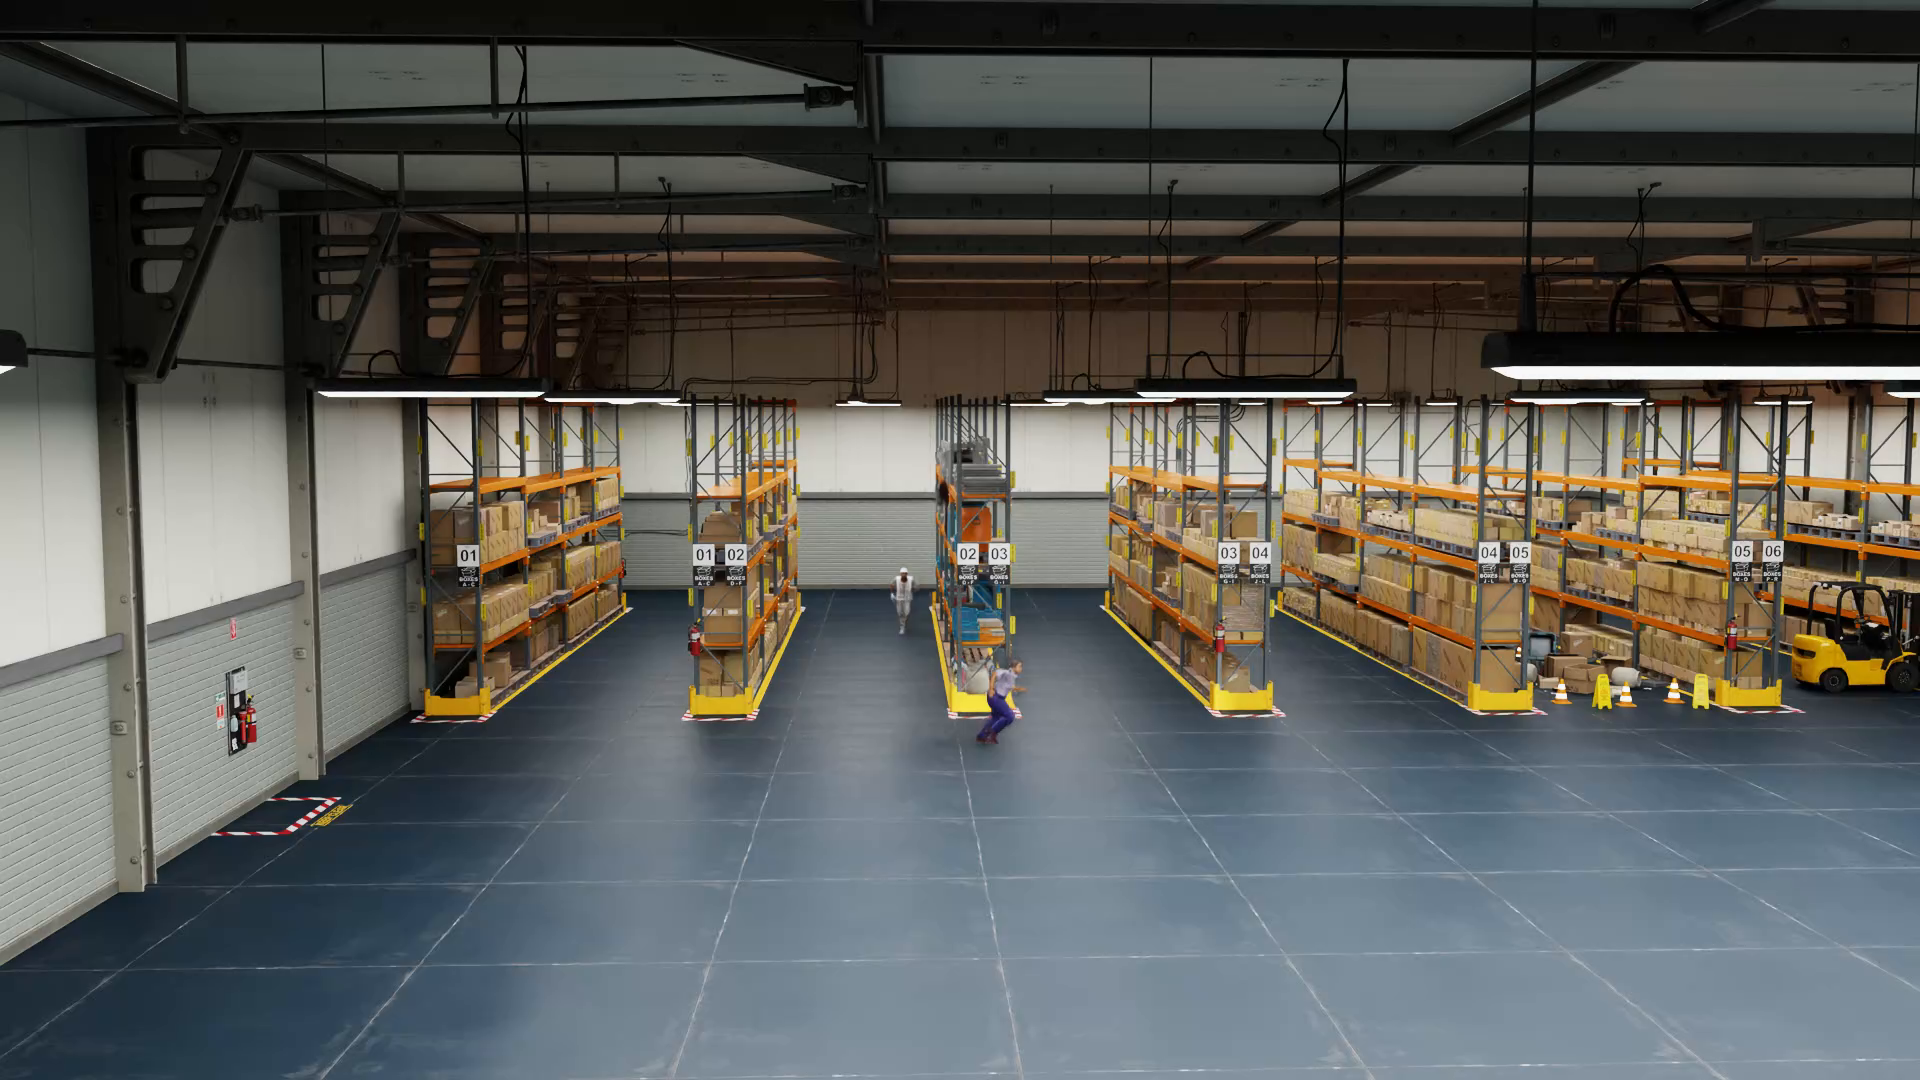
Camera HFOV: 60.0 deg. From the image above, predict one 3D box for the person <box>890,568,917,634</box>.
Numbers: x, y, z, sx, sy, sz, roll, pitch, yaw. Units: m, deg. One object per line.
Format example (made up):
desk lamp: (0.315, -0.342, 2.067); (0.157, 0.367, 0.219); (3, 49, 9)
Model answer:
person: (-1.439, 1.545, 42.485); (0.678, 1.706, 0.759); (0, 5, -5)

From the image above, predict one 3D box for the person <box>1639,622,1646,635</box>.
person: (16.508, 1.672, 40.420); (0.606, 1.790, 0.809); (-1, 5, -16)

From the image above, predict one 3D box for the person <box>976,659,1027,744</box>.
person: (0.689, 2.751, 28.267); (0.889, 1.482, 0.639); (1, 5, 15)

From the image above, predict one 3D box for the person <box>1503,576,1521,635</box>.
person: (13.119, 1.726, 39.913); (0.721, 1.734, 0.807); (-2, 5, -23)
